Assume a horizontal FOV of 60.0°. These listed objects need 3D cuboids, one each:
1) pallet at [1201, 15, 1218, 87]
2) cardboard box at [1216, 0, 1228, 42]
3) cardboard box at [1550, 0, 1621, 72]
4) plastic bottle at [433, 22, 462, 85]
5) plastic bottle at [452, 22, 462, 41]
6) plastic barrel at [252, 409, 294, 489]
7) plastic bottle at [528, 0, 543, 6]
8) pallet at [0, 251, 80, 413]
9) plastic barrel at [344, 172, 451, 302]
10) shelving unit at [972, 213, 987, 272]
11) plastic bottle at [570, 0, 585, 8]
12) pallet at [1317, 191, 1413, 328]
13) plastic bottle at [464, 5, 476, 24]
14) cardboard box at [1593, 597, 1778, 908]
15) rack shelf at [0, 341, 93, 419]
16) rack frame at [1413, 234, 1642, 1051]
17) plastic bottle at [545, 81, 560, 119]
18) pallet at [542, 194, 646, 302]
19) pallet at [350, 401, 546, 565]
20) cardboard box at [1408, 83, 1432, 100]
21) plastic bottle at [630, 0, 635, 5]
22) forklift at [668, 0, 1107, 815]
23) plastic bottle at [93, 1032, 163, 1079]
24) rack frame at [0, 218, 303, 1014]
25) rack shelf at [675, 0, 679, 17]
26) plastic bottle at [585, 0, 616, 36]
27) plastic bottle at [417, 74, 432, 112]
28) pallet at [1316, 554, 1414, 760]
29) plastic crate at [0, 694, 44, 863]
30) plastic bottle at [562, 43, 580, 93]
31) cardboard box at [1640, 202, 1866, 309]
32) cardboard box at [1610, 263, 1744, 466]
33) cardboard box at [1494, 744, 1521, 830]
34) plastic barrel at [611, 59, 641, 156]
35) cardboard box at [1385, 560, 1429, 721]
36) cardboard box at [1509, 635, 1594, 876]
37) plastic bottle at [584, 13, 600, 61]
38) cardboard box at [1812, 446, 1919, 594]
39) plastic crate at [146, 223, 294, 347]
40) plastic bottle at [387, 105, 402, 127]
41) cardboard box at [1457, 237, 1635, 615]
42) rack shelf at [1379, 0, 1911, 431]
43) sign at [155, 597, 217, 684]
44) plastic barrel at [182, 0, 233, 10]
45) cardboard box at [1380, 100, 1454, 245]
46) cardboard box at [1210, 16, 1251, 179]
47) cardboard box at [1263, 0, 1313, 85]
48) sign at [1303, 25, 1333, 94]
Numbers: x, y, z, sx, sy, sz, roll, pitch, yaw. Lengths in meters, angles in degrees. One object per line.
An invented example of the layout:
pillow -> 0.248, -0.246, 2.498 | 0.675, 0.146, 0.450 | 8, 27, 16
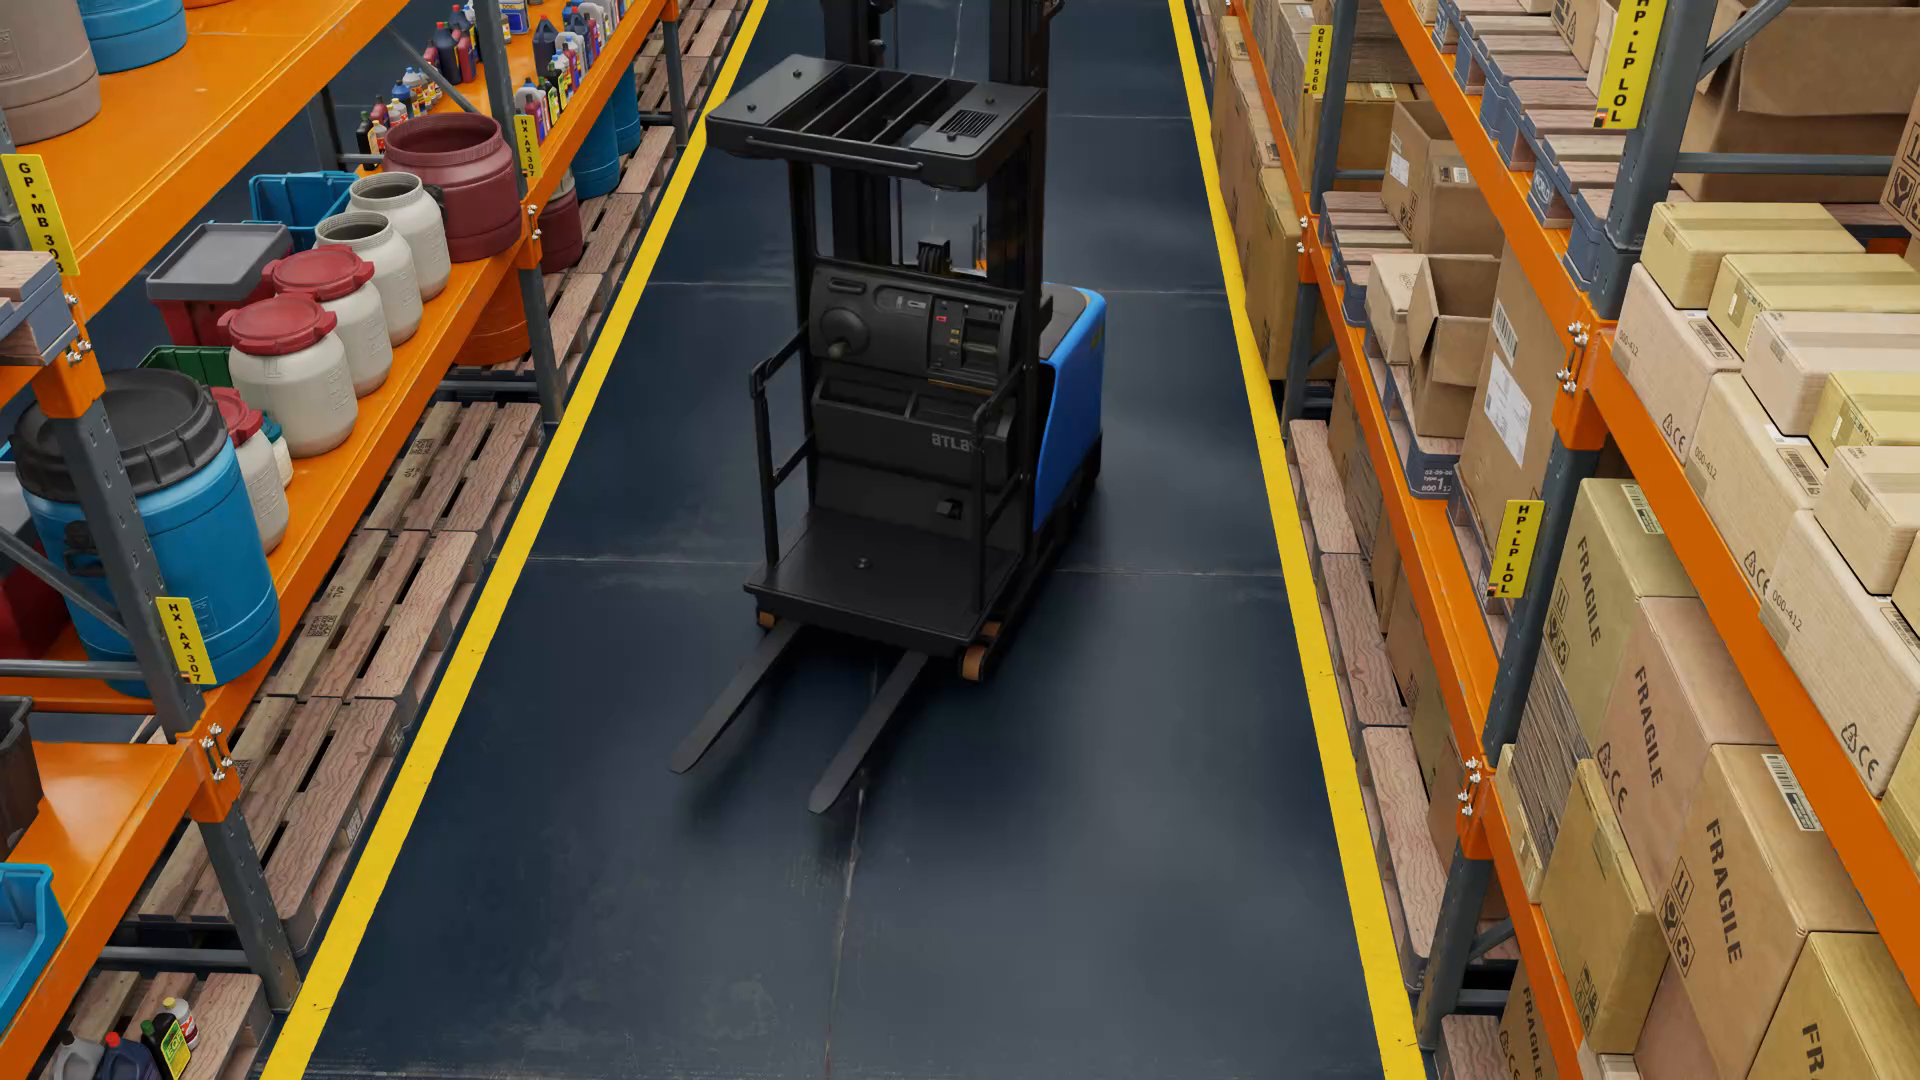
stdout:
pallet -> 2.564, -4.081, 13.874 | 1.003, 0.211, 1.213 | 1, 35, 2
cardboard box -> 2.552, -4.281, 13.216 | 0.875, 0.875, 0.875 | 1, 35, 2
cardboard box -> 2.243, -1.739, 5.051 | 0.797, 0.503, 0.637 | 3, 35, 4
plastic bottle -> -3.017, -2.870, 9.768 | 0.144, 0.351, 0.185 | 1, 35, 2
plastic bottle -> -2.991, -2.933, 9.917 | 0.061, 0.283, 0.133 | 1, 35, 2
plastic barrel -> -2.655, -0.303, 6.193 | 0.301, 0.262, 0.301 | 0, 35, 0
plastic bottle -> -2.828, -3.658, 11.019 | 0.097, 0.201, 0.097 | 0, 35, 0
pallet -> -2.793, -0.336, 3.675 | 1.213, 0.211, 1.003 | 1, 35, 2
plastic barrel -> -2.528, -1.351, 7.466 | 0.421, 0.512, 0.421 | 0, 35, 0
shelving unit -> 0.189, -1.098, 8.754 | 0.258, 1.200, 0.189 | 6, 27, 8
plastic bottle -> -2.398, -3.328, 10.488 | 0.097, 0.271, 0.097 | 0, 35, 0
pallet -> 2.326, -1.296, 7.652 | 1.213, 0.211, 1.003 | 1, 35, 2
plastic bottle -> -3.018, -3.158, 10.247 | 0.097, 0.271, 0.097 | 0, 35, 0
cardboard box -> 1.797, 0.480, 3.743 | 0.500, 0.500, 0.500 | 1, 35, 2
rack shelf -> -2.942, 0.614, 2.785 | 1.077, 0.370, 4.000 | 1, 35, 2
rack frame -> 2.088, 0.512, 4.913 | 1.000, 3.000, 0.127 | 1, 35, 2
plastic bottle -> -2.304, -2.469, 9.327 | 0.097, 0.201, 0.097 | 0, 35, 0
pallet -> -2.659, -1.913, 10.788 | 1.003, 0.211, 1.213 | 1, 35, 2
pallet -> -2.770, -0.316, 8.516 | 1.003, 0.211, 1.213 | 1, 35, 2
cardboard box -> 2.540, -2.100, 8.543 | 0.500, 0.500, 0.500 | 2, 35, 3
plastic bottle -> -2.247, -3.704, 11.020 | 0.152, 0.276, 0.135 | 1, 35, 2
forklift -> -0.285, -0.847, 6.906 | 1.130, 2.935, 3.031 | 13, 37, 18
plastic bottle -> -2.599, 1.678, 5.175 | 0.144, 0.351, 0.185 | 0, 35, 1
rack frame -> -2.861, 0.397, 5.076 | 1.000, 3.000, 0.127 | 1, 35, 2
rack shelf -> -2.459, -5.054, 13.458 | 1.077, 0.370, 4.000 | 1, 35, 2
plastic bottle -> -2.273, -3.337, 10.498 | 0.152, 0.276, 0.135 | 1, 35, 2
plastic bottle -> -3.059, -2.540, 9.428 | 0.097, 0.201, 0.097 | 0, 35, 0
pallet -> 2.164, 0.503, 7.351 | 1.003, 0.211, 1.213 | 1, 35, 2
plastic crate -> -3.009, 0.721, 4.670 | 0.767, 0.338, 0.504 | 1, 35, 2
plastic bottle -> -2.268, -2.757, 9.666 | 0.061, 0.283, 0.133 | 1, 35, 2
cardboard box -> 1.767, -0.638, 3.724 | 0.380, 0.149, 0.250 | 0, 35, 1
cardboard box -> 1.814, -0.401, 3.734 | 0.500, 0.250, 0.500 | 0, 35, 0
cardboard box -> 1.779, 0.731, 4.819 | 0.380, 0.149, 0.250 | 1, 35, 2
plastic barrel -> -2.579, -3.200, 11.654 | 0.600, 0.901, 0.708 | 1, 35, 2
cardboard box -> 2.194, 0.407, 6.853 | 0.700, 0.500, 0.500 | -2, 35, -2
cardboard box -> 2.008, 0.606, 4.433 | 0.875, 0.500, 0.500 | 1, 35, 2
plastic bottle -> -2.246, -3.073, 10.115 | 0.061, 0.283, 0.133 | 1, 35, 2
cardboard box -> 1.727, -0.035, 2.866 | 0.380, 0.149, 0.250 | 1, 35, 1
plastic crate -> -3.071, -1.006, 7.016 | 0.402, 0.464, 0.583 | 1, 35, 2
plastic bottle -> -3.078, -2.260, 9.030 | 0.097, 0.201, 0.097 | 0, 35, 0
cardboard box -> 2.260, -0.359, 5.265 | 1.000, 1.000, 1.000 | 2, 35, 2
rack shelf -> 2.168, -1.570, 5.892 | 1.077, 0.370, 4.000 | 1, 35, 2
sign -> -2.312, 0.303, 4.969 | 0.100, 0.325, 0.005 | 1, 35, 2
plastic barrel -> -2.977, -2.461, 6.161 | 0.600, 0.830, 0.708 | 1, 35, 2
cardboard box -> 2.267, -1.688, 7.591 | 0.500, 0.500, 0.500 | -3, 35, -4
cardboard box -> 2.403, -3.019, 11.419 | 1.225, 0.875, 0.875 | 1, 35, 2
cardboard box -> 2.086, -2.994, 9.814 | 0.500, 0.500, 0.500 | 2, 35, 3
sign -> 1.694, -2.271, 7.866 | 0.100, 0.325, 0.005 | 1, 35, 2
